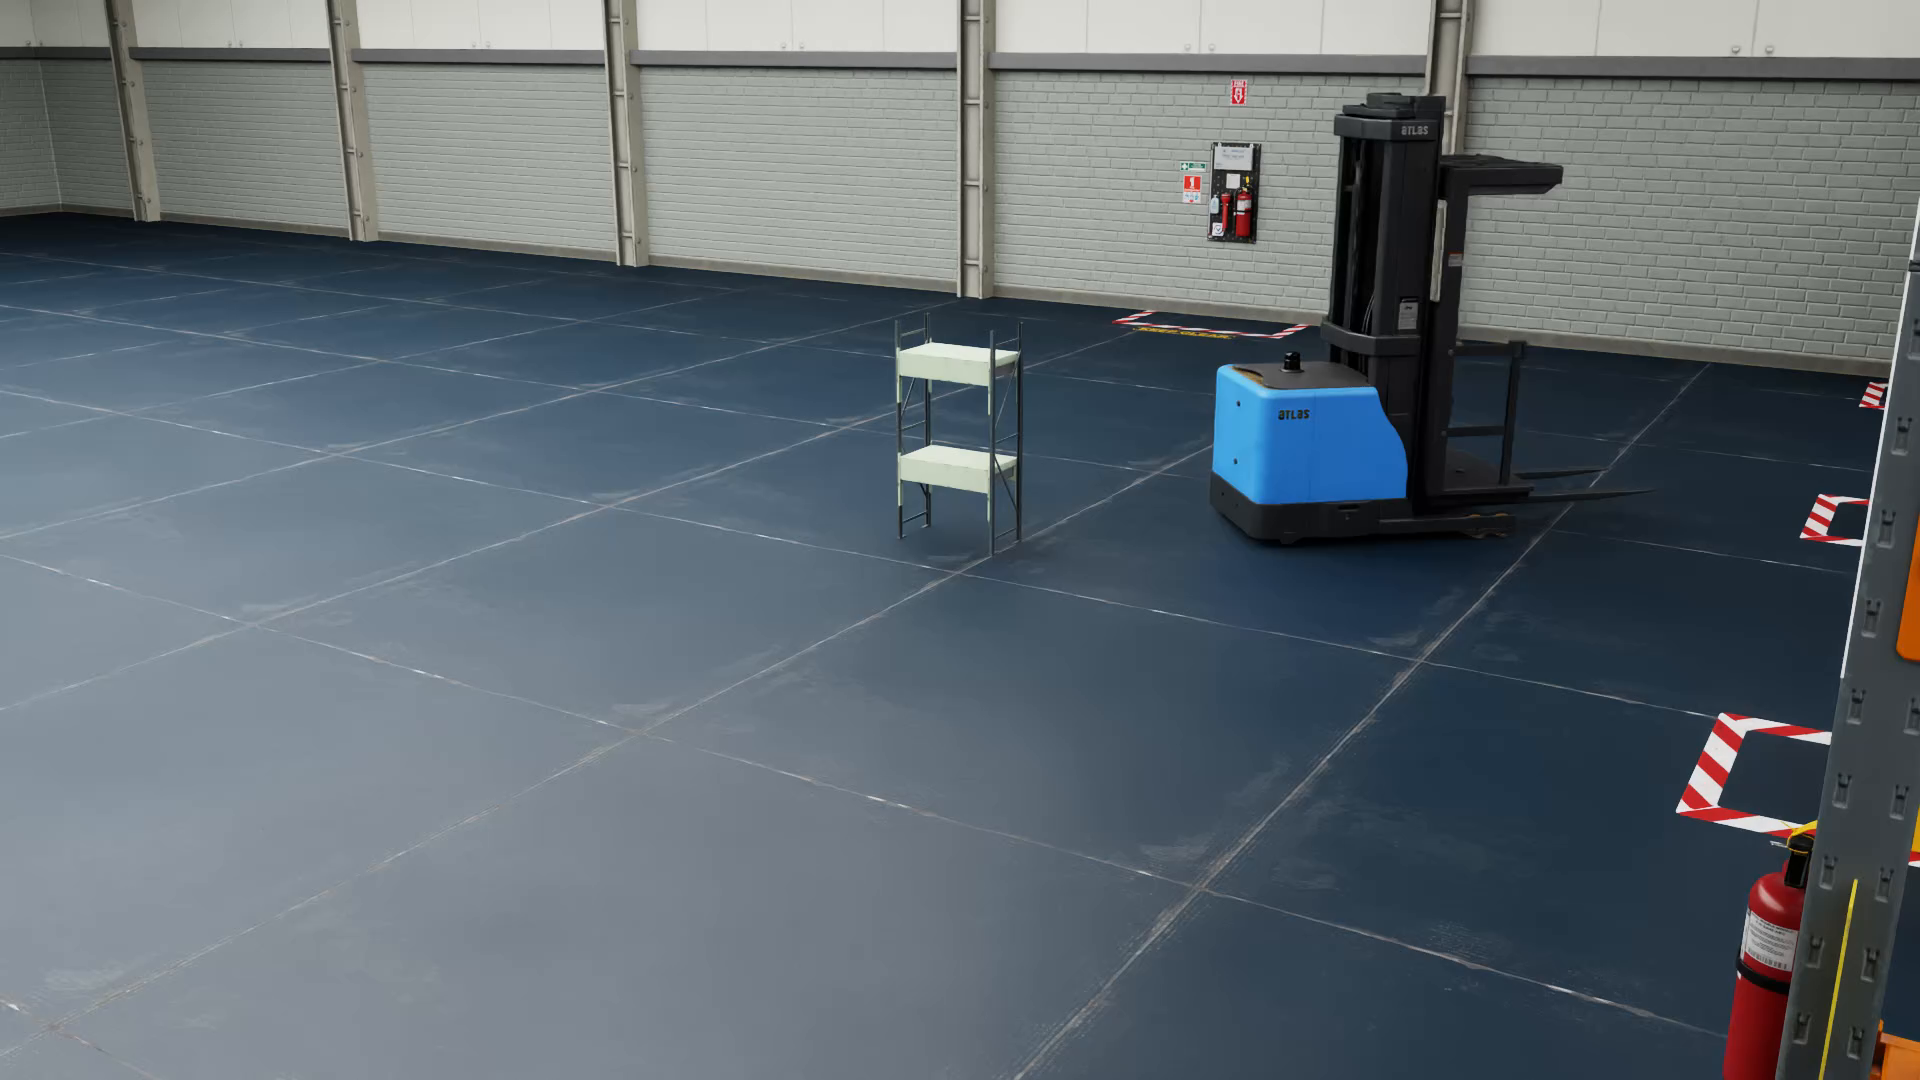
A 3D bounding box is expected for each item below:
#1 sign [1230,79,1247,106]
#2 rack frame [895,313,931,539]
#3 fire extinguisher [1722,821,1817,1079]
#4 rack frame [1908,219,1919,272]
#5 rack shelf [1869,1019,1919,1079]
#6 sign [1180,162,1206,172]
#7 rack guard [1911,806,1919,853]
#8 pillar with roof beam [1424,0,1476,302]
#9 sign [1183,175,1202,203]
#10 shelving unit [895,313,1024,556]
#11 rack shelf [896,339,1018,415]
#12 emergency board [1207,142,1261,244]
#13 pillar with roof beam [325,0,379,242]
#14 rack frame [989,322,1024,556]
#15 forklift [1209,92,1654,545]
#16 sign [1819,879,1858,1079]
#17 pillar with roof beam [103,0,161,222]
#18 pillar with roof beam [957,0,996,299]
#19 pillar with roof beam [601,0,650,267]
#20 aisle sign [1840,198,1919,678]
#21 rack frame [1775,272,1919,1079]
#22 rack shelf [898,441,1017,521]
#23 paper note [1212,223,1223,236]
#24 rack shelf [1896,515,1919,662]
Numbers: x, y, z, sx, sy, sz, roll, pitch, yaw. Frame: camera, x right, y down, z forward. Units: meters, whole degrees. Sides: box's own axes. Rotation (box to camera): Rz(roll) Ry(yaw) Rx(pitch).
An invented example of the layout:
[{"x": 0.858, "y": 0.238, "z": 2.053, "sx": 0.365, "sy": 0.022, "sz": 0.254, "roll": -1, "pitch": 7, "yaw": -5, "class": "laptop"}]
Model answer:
[{"x": 3.278, "y": -5.266, "z": 19.567, "sx": 0.199, "sy": 0.298, "sz": 0.001, "roll": 10, "pitch": 20, "yaw": 30, "class": "sign"}, {"x": -0.318, "y": -0.774, "z": 11.350, "sx": 0.023, "sy": 1.500, "sz": 0.400, "roll": 10, "pitch": 20, "yaw": 30, "class": "rack frame"}, {"x": 1.749, "y": 0.861, "z": 3.519, "sx": 0.183, "sy": 0.674, "sz": 0.296, "roll": 10, "pitch": 20, "yaw": 30, "class": "fire extinguisher"}, {"x": 1.605, "y": -1.915, "z": 2.203, "sx": 0.127, "sy": 3.000, "sz": 1.000, "roll": 10, "pitch": 20, "yaw": 30, "class": "rack frame"}, {"x": 3.310, "y": 1.604, "z": 2.178, "sx": 4.000, "sy": 0.370, "sz": 1.077, "roll": 10, "pitch": 20, "yaw": 30, "class": "rack shelf"}, {"x": 2.815, "y": -4.508, "z": 20.088, "sx": 0.331, "sy": 0.109, "sz": 0.001, "roll": 10, "pitch": 20, "yaw": 30, "class": "sign"}, {"x": 4.287, "y": 0.925, "z": 7.477, "sx": 0.348, "sy": 0.500, "sz": 1.175, "roll": 10, "pitch": 20, "yaw": 30, "class": "rack guard"}, {"x": 3.066, "y": -5.550, "z": 14.168, "sx": 0.400, "sy": 9.000, "sz": 9.100, "roll": 10, "pitch": 20, "yaw": 30, "class": "pillar with roof beam"}, {"x": 2.816, "y": -4.257, "z": 20.174, "sx": 0.234, "sy": 0.329, "sz": 0.001, "roll": 10, "pitch": 20, "yaw": 30, "class": "sign"}, {"x": -0.006, "y": -0.719, "z": 11.167, "sx": 0.755, "sy": 1.500, "sz": 0.431, "roll": 10, "pitch": 20, "yaw": 30, "class": "shelving unit"}, {"x": -0.006, "y": -1.092, "z": 11.053, "sx": 0.720, "sy": 0.370, "sz": 0.431, "roll": 10, "pitch": 20, "yaw": 30, "class": "rack shelf"}, {"x": 3.233, "y": -4.131, "z": 19.818, "sx": 0.643, "sy": 1.169, "sz": 0.194, "roll": 10, "pitch": 20, "yaw": 30, "class": "emergency board"}, {"x": -12.272, "y": -8.287, "z": 23.181, "sx": 0.400, "sy": 9.000, "sz": 9.100, "roll": 10, "pitch": 20, "yaw": 30, "class": "pillar with roof beam"}, {"x": 0.306, "y": -0.663, "z": 10.983, "sx": 0.023, "sy": 1.500, "sz": 0.400, "roll": 10, "pitch": 20, "yaw": 30, "class": "rack frame"}, {"x": 3.371, "y": -1.560, "z": 11.473, "sx": 3.031, "sy": 2.935, "sz": 1.130, "roll": -3, "pitch": 17, "yaw": -10, "class": "forklift"}, {"x": 1.322, "y": 0.676, "z": 2.506, "sx": 0.005, "sy": 0.325, "sz": 0.100, "roll": 10, "pitch": 20, "yaw": 30, "class": "sign"}, {"x": -17.385, "y": -9.200, "z": 26.186, "sx": 0.400, "sy": 9.000, "sz": 9.100, "roll": 10, "pitch": 20, "yaw": 30, "class": "pillar with roof beam"}, {"x": -2.047, "y": -6.462, "z": 17.172, "sx": 0.400, "sy": 9.000, "sz": 9.100, "roll": 10, "pitch": 20, "yaw": 30, "class": "pillar with roof beam"}, {"x": -7.160, "y": -7.375, "z": 20.177, "sx": 0.400, "sy": 9.000, "sz": 9.100, "roll": 10, "pitch": 20, "yaw": 30, "class": "pillar with roof beam"}, {"x": 1.396, "y": -0.223, "z": 2.483, "sx": 0.004, "sy": 0.787, "sz": 0.394, "roll": 10, "pitch": 20, "yaw": 30, "class": "aisle sign"}, {"x": 1.605, "y": 0.956, "z": 3.075, "sx": 0.127, "sy": 3.000, "sz": 1.000, "roll": 10, "pitch": 20, "yaw": 30, "class": "rack frame"}, {"x": -0.006, "y": -0.407, "z": 11.261, "sx": 0.720, "sy": 0.370, "sz": 0.431, "roll": 10, "pitch": 20, "yaw": 30, "class": "rack shelf"}, {"x": 3.118, "y": -3.753, "z": 20.091, "sx": 0.142, "sy": 0.148, "sz": 0.016, "roll": 10, "pitch": 20, "yaw": 30, "class": "paper note"}, {"x": 3.310, "y": 0.169, "z": 1.742, "sx": 4.000, "sy": 0.370, "sz": 1.077, "roll": 10, "pitch": 20, "yaw": 30, "class": "rack shelf"}]
